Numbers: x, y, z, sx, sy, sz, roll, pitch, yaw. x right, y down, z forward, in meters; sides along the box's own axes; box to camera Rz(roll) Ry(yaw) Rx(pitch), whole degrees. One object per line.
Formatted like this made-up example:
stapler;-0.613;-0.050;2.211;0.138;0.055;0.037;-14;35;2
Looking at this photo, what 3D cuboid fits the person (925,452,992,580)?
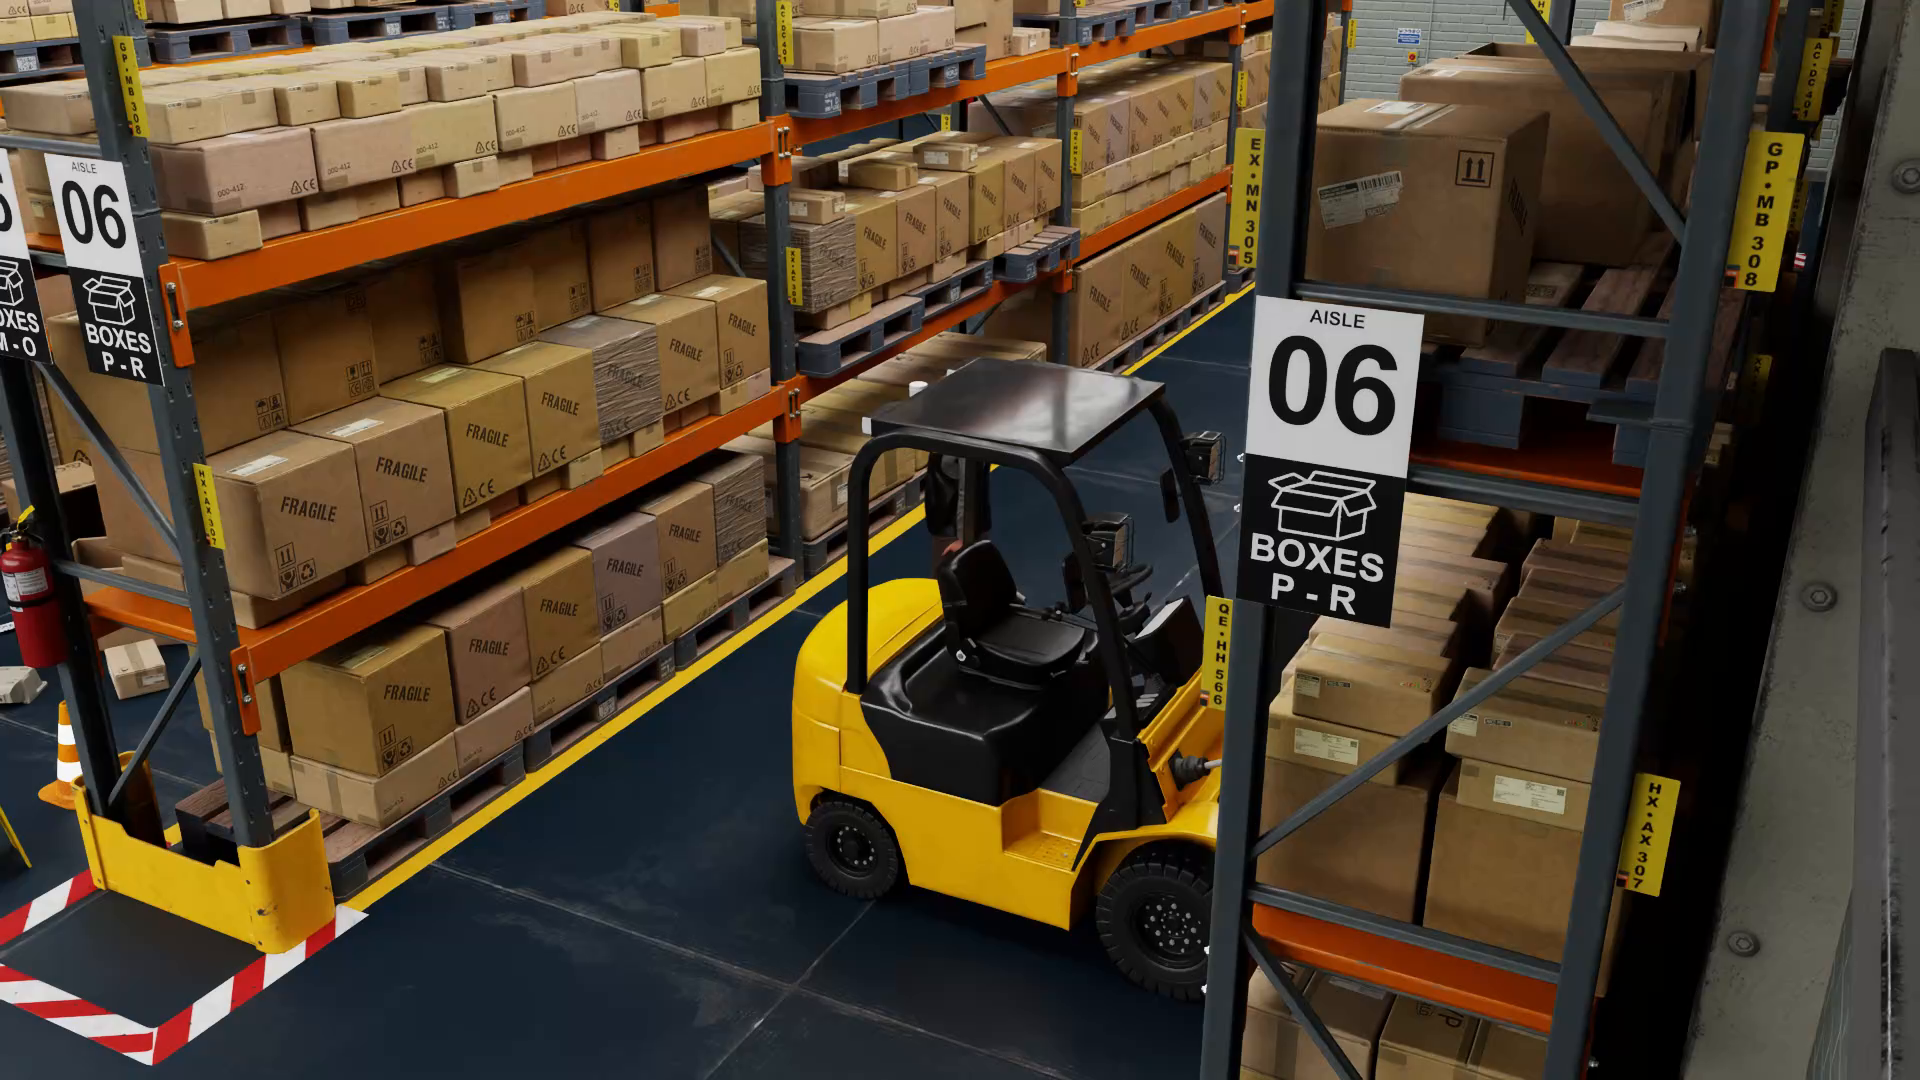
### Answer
person;-0.030;-0.045;8.749;0.489;1.731;0.535;0;23;-1
